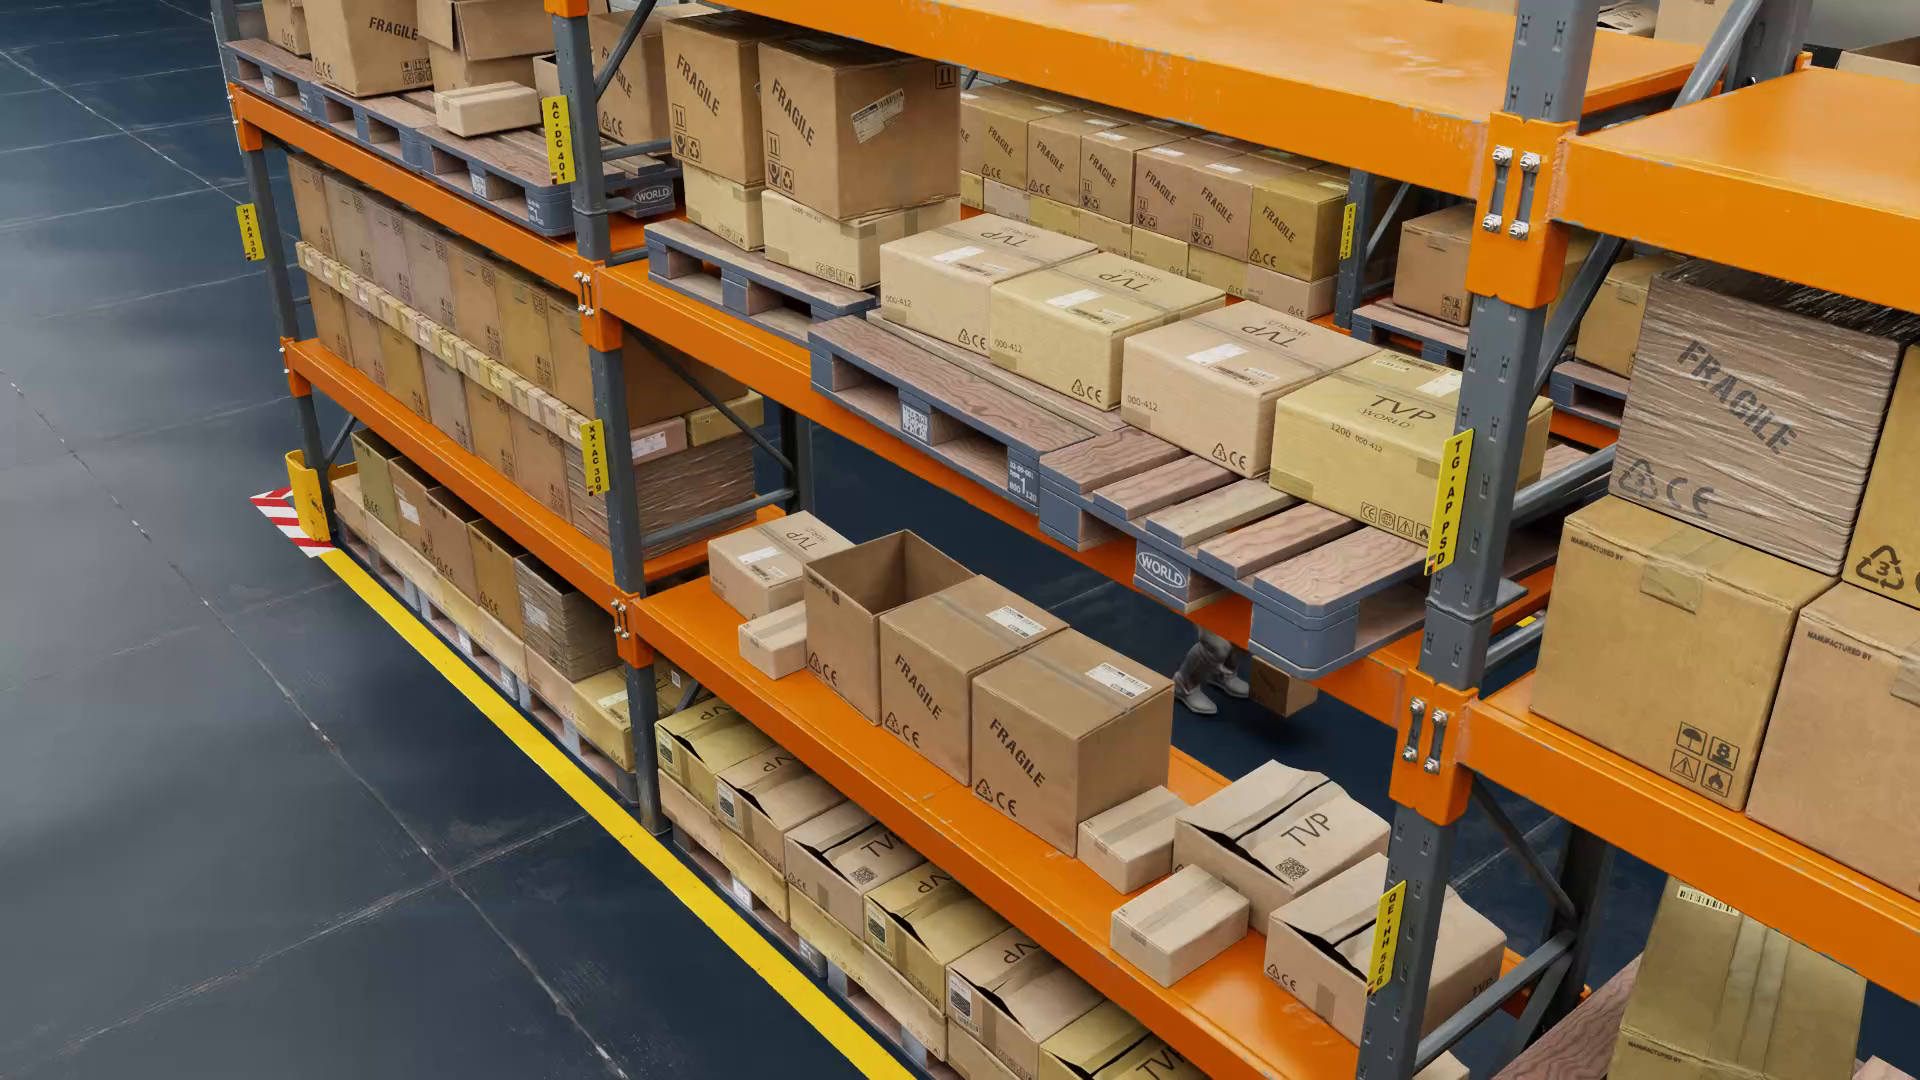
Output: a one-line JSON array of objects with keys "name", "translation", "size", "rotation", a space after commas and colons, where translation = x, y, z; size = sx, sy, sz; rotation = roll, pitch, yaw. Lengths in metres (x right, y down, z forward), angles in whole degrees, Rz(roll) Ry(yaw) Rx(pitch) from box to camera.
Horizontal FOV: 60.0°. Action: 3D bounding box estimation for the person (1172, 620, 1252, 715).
[{"name": "person", "translation": [1.409, 0.220, 8.572], "size": [0.632, 1.403, 0.762], "rotation": [-22, 35, -35]}]
